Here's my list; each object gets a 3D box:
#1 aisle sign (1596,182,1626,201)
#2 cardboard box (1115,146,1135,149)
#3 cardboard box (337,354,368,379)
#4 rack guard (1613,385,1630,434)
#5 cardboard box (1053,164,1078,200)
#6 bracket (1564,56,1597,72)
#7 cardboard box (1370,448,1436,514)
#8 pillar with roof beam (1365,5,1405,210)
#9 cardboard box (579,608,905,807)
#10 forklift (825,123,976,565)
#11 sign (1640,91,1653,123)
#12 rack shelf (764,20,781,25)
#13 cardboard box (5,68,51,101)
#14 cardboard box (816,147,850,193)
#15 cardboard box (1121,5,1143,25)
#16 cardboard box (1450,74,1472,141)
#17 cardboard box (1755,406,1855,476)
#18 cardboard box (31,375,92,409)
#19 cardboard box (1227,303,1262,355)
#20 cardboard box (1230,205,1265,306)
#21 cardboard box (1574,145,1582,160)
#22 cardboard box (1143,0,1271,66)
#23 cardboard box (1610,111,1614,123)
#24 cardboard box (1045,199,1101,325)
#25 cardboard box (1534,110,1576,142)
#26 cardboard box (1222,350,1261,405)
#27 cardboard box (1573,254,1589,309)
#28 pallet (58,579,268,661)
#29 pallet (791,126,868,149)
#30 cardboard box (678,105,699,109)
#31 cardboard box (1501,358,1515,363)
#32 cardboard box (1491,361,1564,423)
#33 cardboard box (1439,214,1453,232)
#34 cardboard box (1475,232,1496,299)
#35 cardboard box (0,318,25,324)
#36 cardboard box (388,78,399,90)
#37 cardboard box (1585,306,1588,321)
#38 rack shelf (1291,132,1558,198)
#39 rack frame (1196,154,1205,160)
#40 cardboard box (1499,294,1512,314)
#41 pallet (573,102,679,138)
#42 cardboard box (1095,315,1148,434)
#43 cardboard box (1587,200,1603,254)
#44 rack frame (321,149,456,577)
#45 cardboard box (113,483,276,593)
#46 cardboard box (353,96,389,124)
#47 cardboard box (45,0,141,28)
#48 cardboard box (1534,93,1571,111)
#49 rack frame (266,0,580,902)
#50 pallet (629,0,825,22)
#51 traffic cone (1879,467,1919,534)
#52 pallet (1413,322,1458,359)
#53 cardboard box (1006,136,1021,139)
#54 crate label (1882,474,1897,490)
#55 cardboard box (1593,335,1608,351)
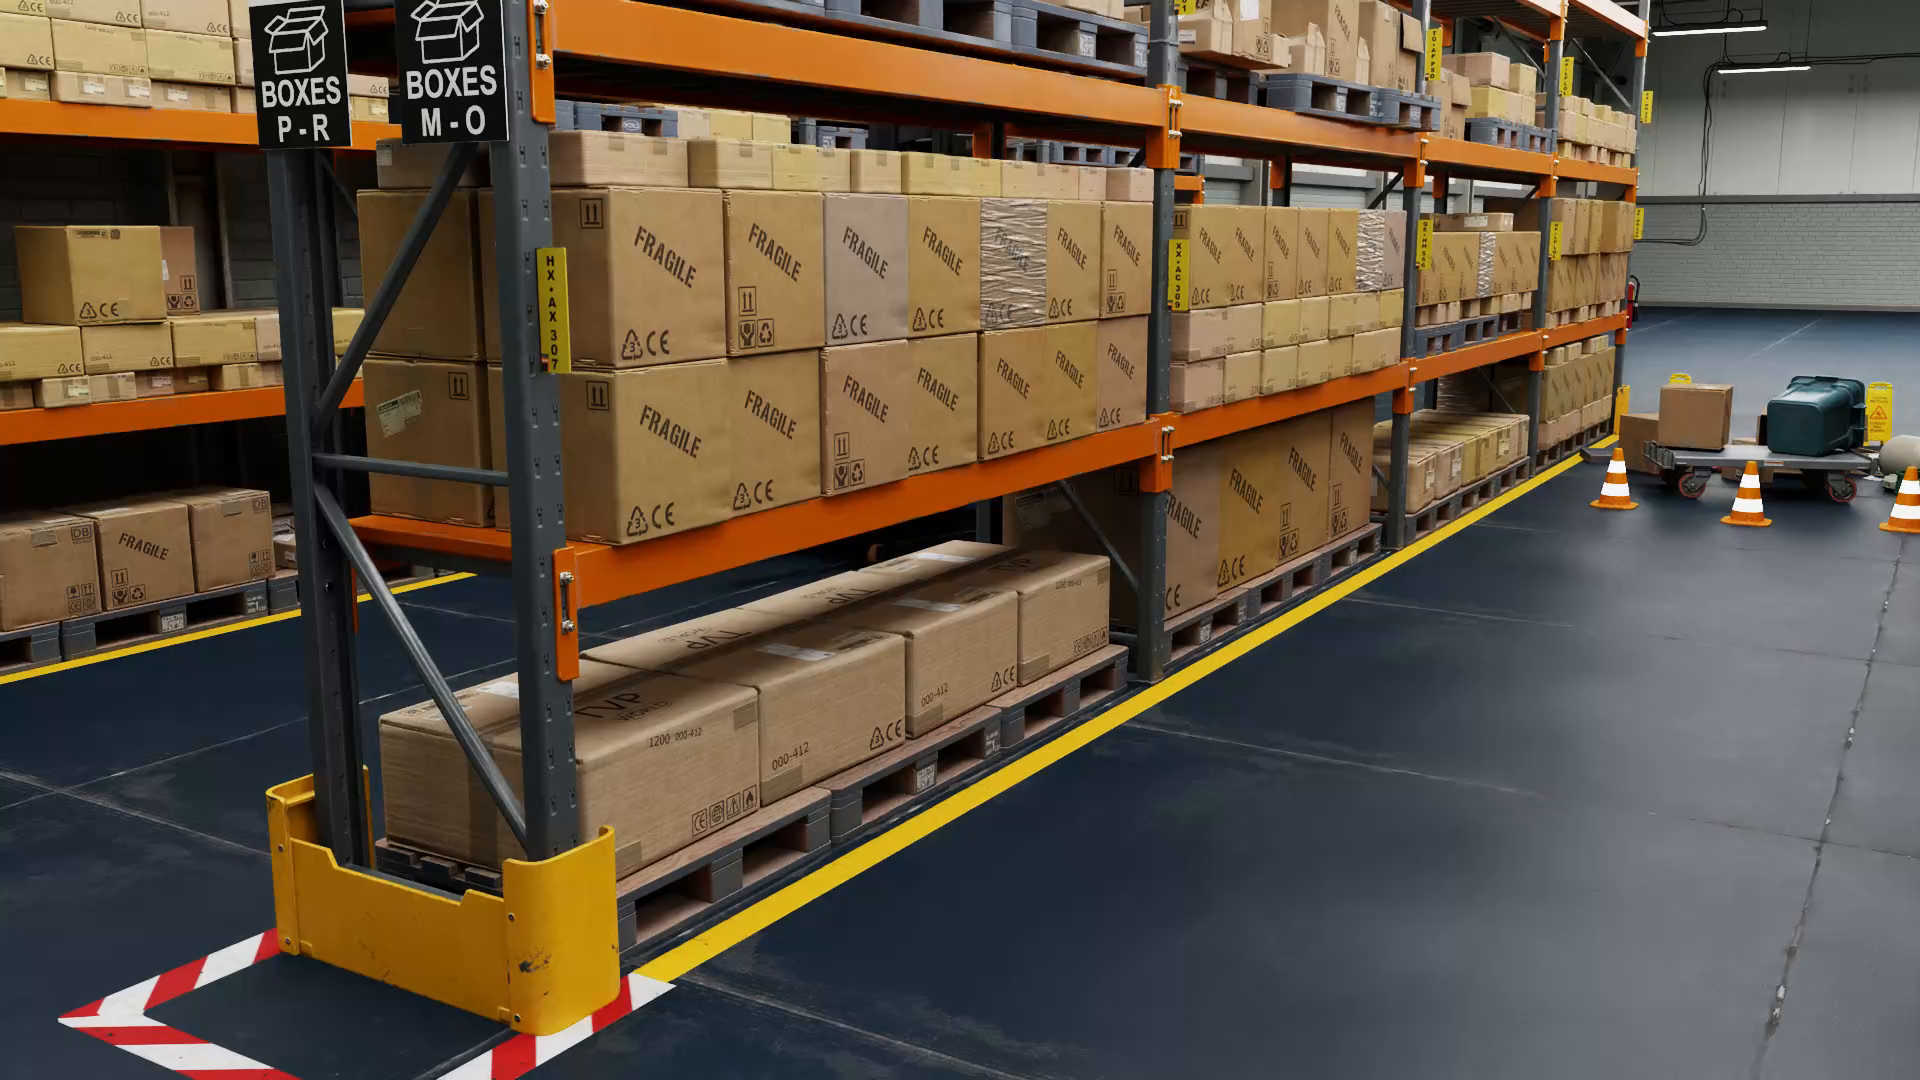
[{"bbox_3d":[7.050,-3.967,17.843,0.394,0.787,0.004,6,12,31],"label":"aisle sign"},{"bbox_3d":[1.551,-4.629,18.597,0.797,0.503,0.637,7,13,33],"label":"cardboard box"},{"bbox_3d":[-3.771,-1.053,10.024,0.380,0.149,0.250,7,13,32],"label":"cardboard box"},{"bbox_3d":[6.731,-1.467,18.344,1.175,0.500,0.348,6,12,31],"label":"rack guard"},{"bbox_3d":[0.285,-1.531,7.145,0.380,0.149,0.250,6,12,31],"label":"cardboard box"},{"bbox_3d":[15.720,-12.089,42.208,0.076,0.066,4.783,6,12,31],"label":"bracket"},{"bbox_3d":[2.919,-0.452,12.130,0.950,0.372,0.625,5,12,27],"label":"cardboard box"},{"bbox_3d":[11.304,-7.582,27.915,9.100,9.000,0.548,6,12,31],"label":"pillar with roof beam"},{"bbox_3d":[-0.812,0.604,6.313,0.875,0.438,0.875,7,13,32],"label":"cardboard box"},{"bbox_3d":[-0.630,-1.362,11.179,3.031,2.935,1.130,-9,14,-40],"label":"forklift"},{"bbox_3d":[7.234,-4.561,17.521,0.100,0.325,0.005,6,12,31],"label":"sign"},{"bbox_3d":[-0.589,-4.636,15.219,1.077,0.370,4.000,6,12,31],"label":"rack shelf"},{"bbox_3d":[-4.733,-2.242,8.223,0.380,0.149,0.250,6,12,30],"label":"cardboard box"},{"bbox_3d":[-0.595,-1.247,5.627,0.380,0.149,0.250,7,12,31],"label":"cardboard box"},{"bbox_3d":[0.818,-2.616,8.638,0.500,0.311,0.500,6,12,31],"label":"cardboard box"},{"bbox_3d":[3.384,-3.217,12.468,0.797,0.503,0.637,6,12,31],"label":"cardboard box"},{"bbox_3d":[7.543,-0.881,14.838,0.797,0.637,0.503,6,12,31],"label":"cardboard box"},{"bbox_3d":[-4.665,-0.764,8.483,0.380,0.149,0.250,6,12,29],"label":"cardboard box"},{"bbox_3d":[1.256,-1.119,8.743,0.500,0.250,0.500,7,12,32],"label":"cardboard box"},{"bbox_3d":[1.255,-1.485,8.660,0.500,0.500,0.500,6,12,30],"label":"cardboard box"},{"bbox_3d":[5.595,-3.617,15.566,0.380,0.149,0.250,6,12,29],"label":"cardboard box"},{"bbox_3d":[1.245,-2.661,8.366,0.500,0.500,0.500,6,12,30],"label":"cardboard box"},{"bbox_3d":[6.388,-4.255,16.809,0.380,0.149,0.250,6,12,31],"label":"cardboard box"},{"bbox_3d":[0.261,-1.181,7.037,0.500,0.500,0.500,6,12,30],"label":"cardboard box"},{"bbox_3d":[5.156,-3.668,14.758,0.500,0.250,0.500,6,12,29],"label":"cardboard box"},{"bbox_3d":[1.261,-0.872,8.781,0.500,0.250,0.500,6,12,29],"label":"cardboard box"},{"bbox_3d":[5.673,-2.475,15.857,0.500,0.500,0.500,6,12,30],"label":"cardboard box"},{"bbox_3d":[-4.694,0.378,9.278,1.003,0.211,1.213,6,12,31],"label":"pallet"},{"bbox_3d":[-1.352,-3.420,14.344,1.213,0.211,1.003,7,13,33],"label":"pallet"},{"bbox_3d":[-2.179,-3.285,12.437,0.380,0.149,0.250,7,12,31],"label":"cardboard box"},{"bbox_3d":[5.034,-1.501,16.025,0.500,0.500,0.500,7,12,32],"label":"cardboard box"},{"bbox_3d":[5.230,-1.369,15.321,0.500,0.500,0.500,7,13,33],"label":"cardboard box"},{"bbox_3d":[4.147,-2.759,14.468,0.380,0.149,0.250,6,12,30],"label":"cardboard box"},{"bbox_3d":[3.849,-2.144,12.949,0.500,0.500,0.500,6,12,29],"label":"cardboard box"},{"bbox_3d":[-4.967,-1.075,9.060,0.500,0.250,0.500,6,12,31],"label":"cardboard box"},{"bbox_3d":[-3.606,-2.954,10.616,0.380,0.149,0.250,6,12,31],"label":"cardboard box"},{"bbox_3d":[5.910,-2.216,16.238,0.380,0.149,0.250,6,12,30],"label":"cardboard box"},{"bbox_3d":[3.655,-2.884,12.928,1.077,0.370,4.000,6,12,31],"label":"rack shelf"},{"bbox_3d":[2.526,-6.130,20.156,1.000,3.000,0.127,6,12,31],"label":"rack frame"},{"bbox_3d":[4.278,-1.930,13.566,0.380,0.149,0.250,7,12,31],"label":"cardboard box"},{"bbox_3d":[-2.770,-2.935,11.753,1.213,0.211,1.003,6,12,31],"label":"pallet"},{"bbox_3d":[0.518,-0.772,7.568,0.500,0.500,0.500,7,12,31],"label":"cardboard box"},{"bbox_3d":[5.675,-2.968,15.774,0.700,0.500,0.500,6,12,29],"label":"cardboard box"},{"bbox_3d":[-3.704,-1.294,10.627,1.000,3.000,0.127,6,12,31],"label":"rack frame"},{"bbox_3d":[-4.366,-0.023,9.494,0.700,0.500,0.500,6,12,29],"label":"cardboard box"},{"bbox_3d":[-3.638,-2.560,9.921,0.380,0.149,0.250,6,12,30],"label":"cardboard box"},{"bbox_3d":[-4.551,-2.743,8.456,0.500,0.250,0.500,7,13,32],"label":"cardboard box"},{"bbox_3d":[5.136,-3.839,14.590,0.380,0.149,0.250,6,12,30],"label":"cardboard box"},{"bbox_3d":[-1.537,-0.191,4.737,1.000,3.000,0.127,6,12,31],"label":"rack frame"},{"bbox_3d":[-1.161,-1.739,5.098,1.003,0.211,1.213,6,12,31],"label":"pallet"},{"bbox_3d":[6.990,-0.308,12.254,0.336,0.463,0.334,6,12,31],"label":"traffic cone"},{"bbox_3d":[2.896,-1.477,12.128,1.213,0.211,1.003,6,12,31],"label":"pallet"},{"bbox_3d":[0.282,-4.101,16.300,0.500,0.311,0.500,6,12,29],"label":"cardboard box"},{"bbox_3d":[7.954,-0.472,14.019,0.298,0.136,0.250,-2,11,-9],"label":"crate label"},{"bbox_3d":[6.444,-2.035,17.115,0.380,0.149,0.250,7,13,32],"label":"cardboard box"}]
